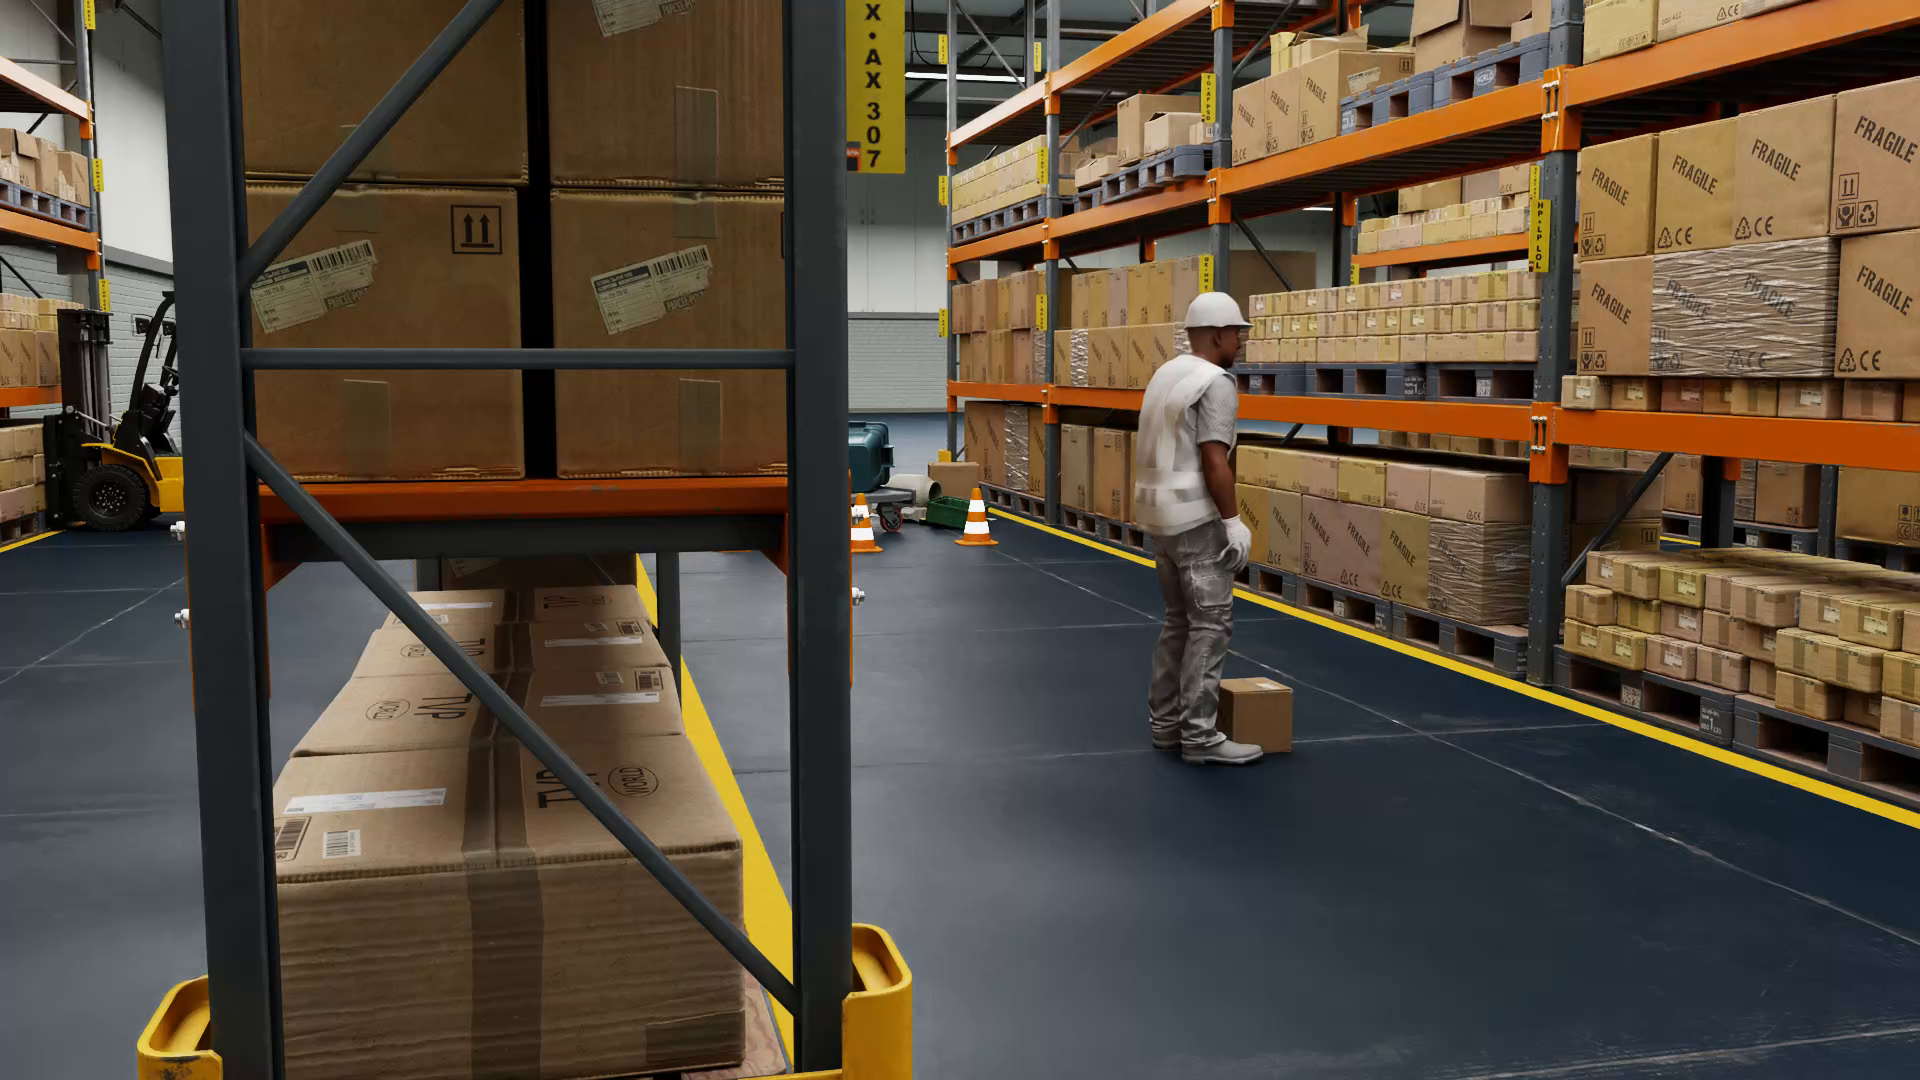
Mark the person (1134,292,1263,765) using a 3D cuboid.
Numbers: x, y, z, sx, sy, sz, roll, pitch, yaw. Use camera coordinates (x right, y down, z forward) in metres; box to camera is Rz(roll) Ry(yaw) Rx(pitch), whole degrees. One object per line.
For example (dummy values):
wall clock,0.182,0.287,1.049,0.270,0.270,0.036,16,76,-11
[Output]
person,0.916,-0.059,6.400,0.450,1.774,0.632,-2,6,-15
